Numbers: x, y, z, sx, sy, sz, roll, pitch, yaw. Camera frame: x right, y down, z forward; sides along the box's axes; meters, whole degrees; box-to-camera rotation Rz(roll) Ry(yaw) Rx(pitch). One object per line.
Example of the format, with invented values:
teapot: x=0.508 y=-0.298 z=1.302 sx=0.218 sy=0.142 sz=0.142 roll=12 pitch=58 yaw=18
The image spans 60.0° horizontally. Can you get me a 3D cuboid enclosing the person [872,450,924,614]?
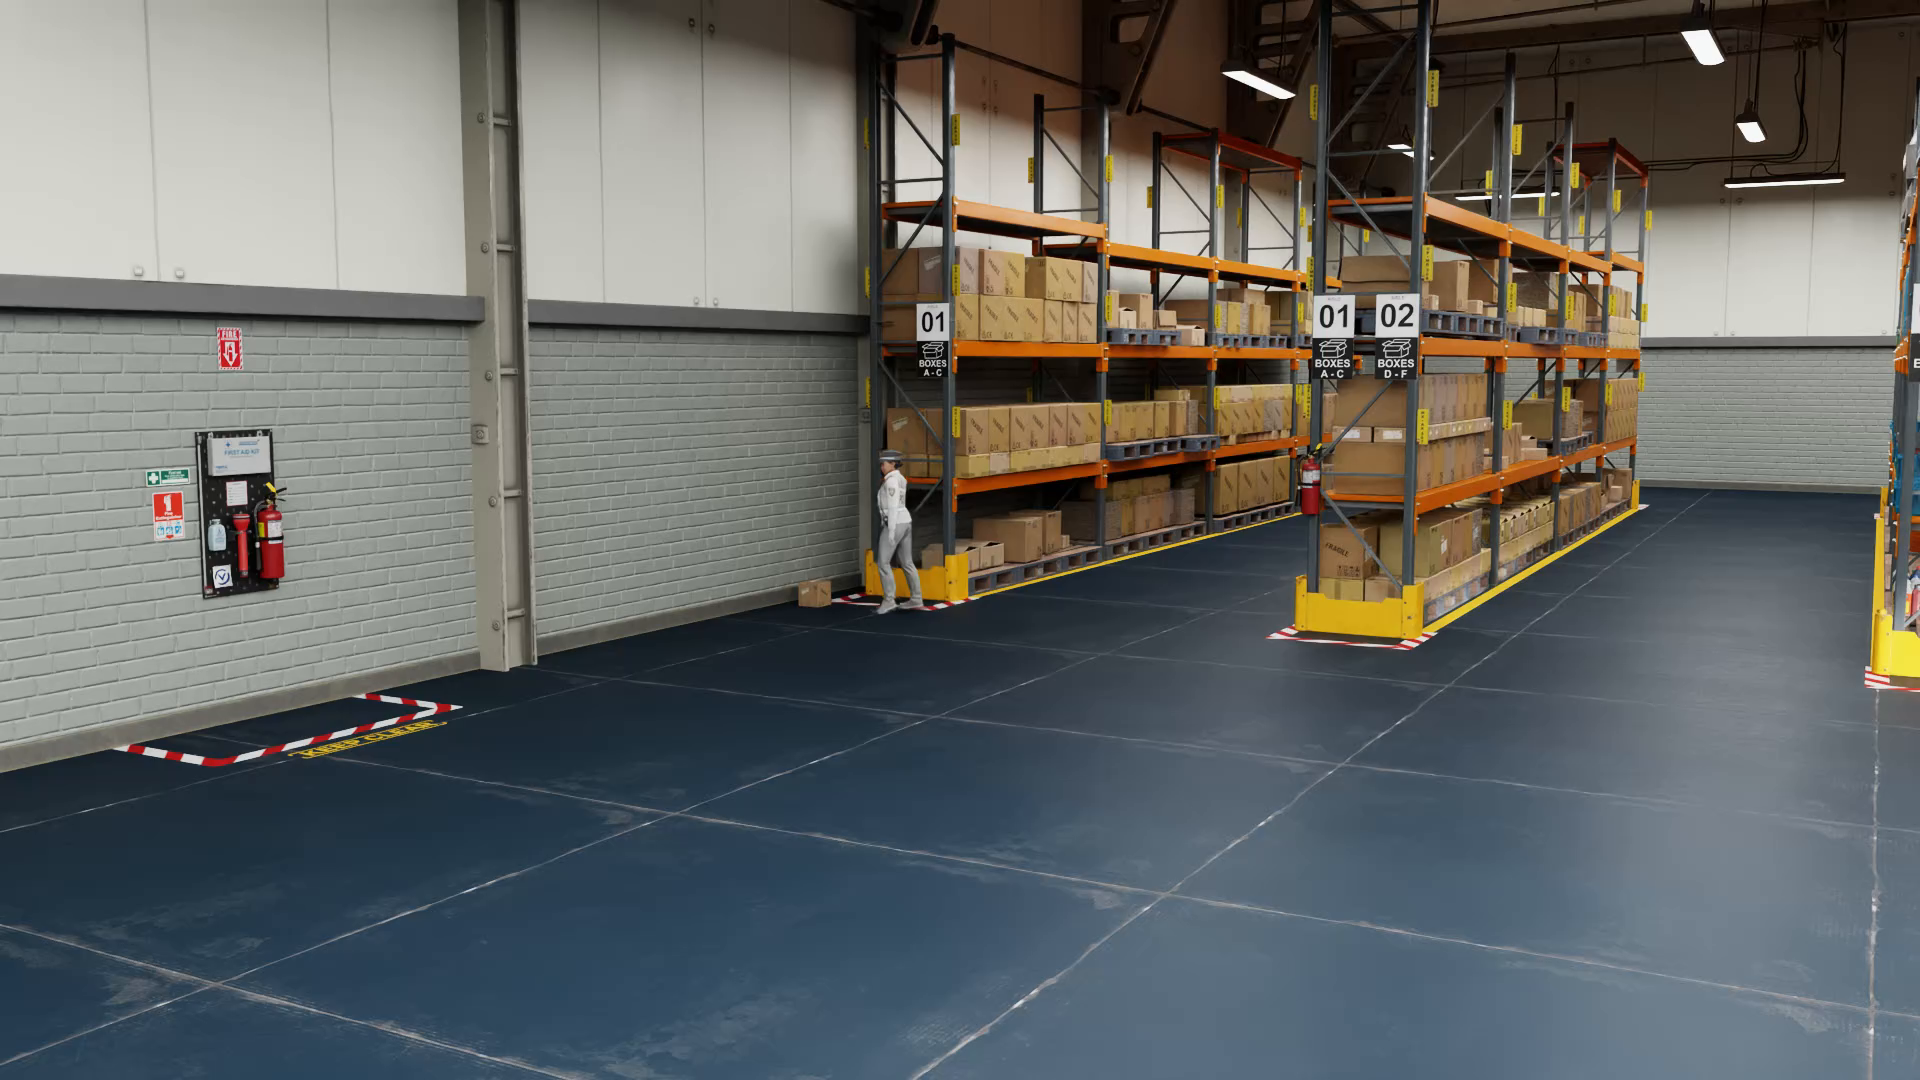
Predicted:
person: x=-0.619 y=-0.075 z=17.174 sx=0.504 sy=1.713 sz=0.509 roll=2 pitch=6 yaw=18
